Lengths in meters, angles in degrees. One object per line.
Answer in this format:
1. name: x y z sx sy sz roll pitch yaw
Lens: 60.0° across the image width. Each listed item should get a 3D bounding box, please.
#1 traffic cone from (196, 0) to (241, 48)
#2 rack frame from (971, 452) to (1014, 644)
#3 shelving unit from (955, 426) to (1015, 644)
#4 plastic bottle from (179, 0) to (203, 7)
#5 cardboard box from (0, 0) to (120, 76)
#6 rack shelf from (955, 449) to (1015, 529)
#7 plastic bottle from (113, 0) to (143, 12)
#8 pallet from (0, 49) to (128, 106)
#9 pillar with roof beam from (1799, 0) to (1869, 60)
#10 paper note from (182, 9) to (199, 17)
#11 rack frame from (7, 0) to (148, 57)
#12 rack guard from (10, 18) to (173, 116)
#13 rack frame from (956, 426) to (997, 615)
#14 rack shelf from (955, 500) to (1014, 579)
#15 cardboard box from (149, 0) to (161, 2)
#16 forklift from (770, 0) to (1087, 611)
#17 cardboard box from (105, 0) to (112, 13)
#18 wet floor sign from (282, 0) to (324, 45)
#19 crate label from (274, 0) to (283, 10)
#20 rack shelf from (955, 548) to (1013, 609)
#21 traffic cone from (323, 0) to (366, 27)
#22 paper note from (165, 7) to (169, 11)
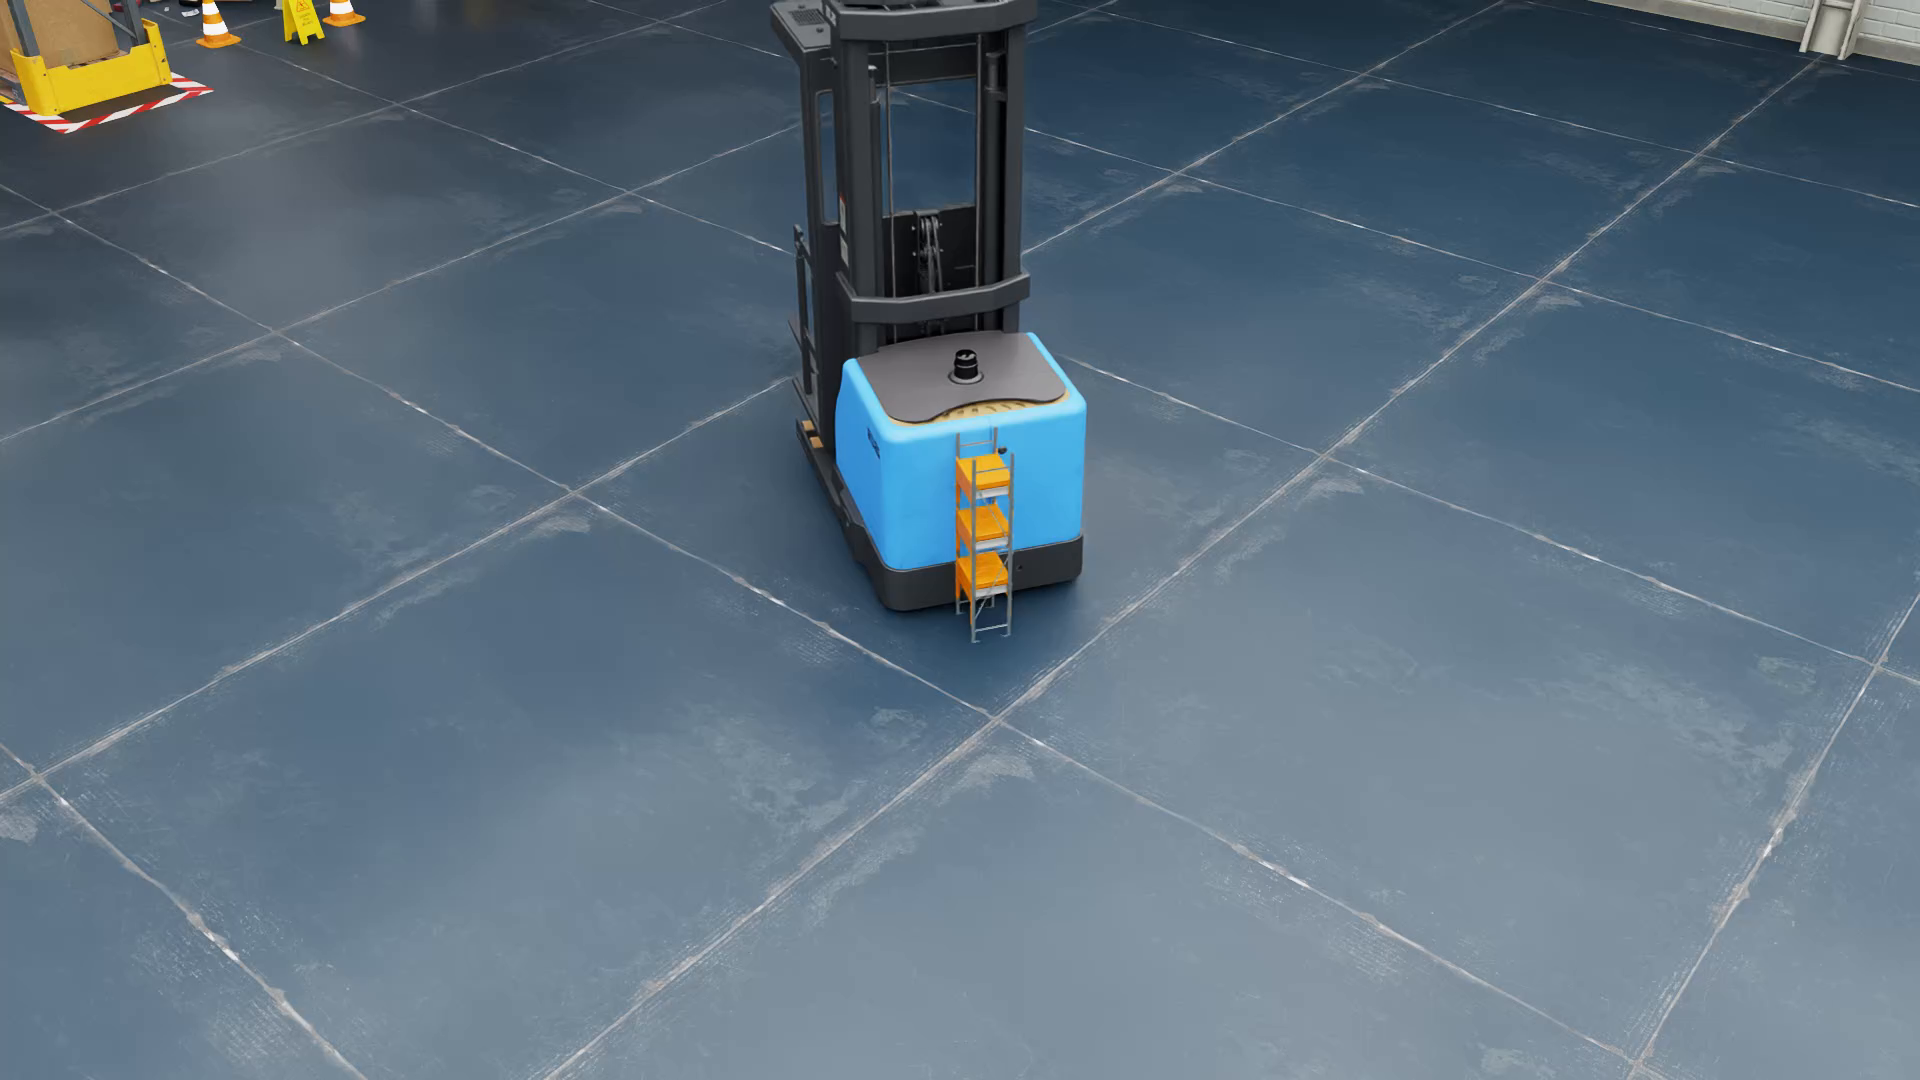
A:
1. traffic cone: -6.985 -4.888 15.540 0.334 0.463 0.336 25 42 32
2. rack frame: 0.151 0.053 7.827 0.200 1.050 0.008 -10 36 -14
3. shelving unit: 0.114 -0.012 7.923 0.215 1.050 0.252 -10 36 -14
4. plastic bottle: -7.704 -5.386 16.621 0.283 0.061 0.133 12 36 16
5. cardboard box: -8.049 -4.637 14.441 0.875 0.875 0.875 26 42 32
6. rack shelf: 0.114 -0.238 7.768 0.215 0.259 0.240 -10 36 -14
7. plastic bottle: -8.266 -5.328 16.536 0.133 0.061 0.283 12 36 16
8. pallet: -8.150 -4.229 14.804 1.213 0.211 1.003 25 42 32
9. pillar with roof beam: 5.286 -6.372 10.162 0.400 9.000 9.100 25 42 32
10. paper note: -7.573 -5.190 16.364 0.144 0.017 0.142 -18 38 -25
11. rack frame: -7.486 -5.123 13.643 0.127 3.000 1.000 25 42 32
12. rack guard: -7.467 -4.084 14.337 0.348 0.500 1.175 25 42 32
13. rack frame: 0.077 -0.078 8.019 0.200 1.050 0.008 -10 36 -14
14. rack shelf: 0.114 -0.004 7.929 0.215 0.259 0.240 -10 36 -14
15. cardboard box: -8.061 -5.624 16.786 0.396 0.266 0.258 -26 42 -32
16. forklift: -0.308 -1.691 8.705 1.130 2.935 3.031 -10 36 -14
17. cardboard box: -8.710 -5.427 16.291 0.500 0.500 0.500 -26 42 -32
18. wet floor sign: -6.197 -5.004 15.548 0.232 0.644 0.267 18 38 24
19. crate label: -6.645 -5.380 16.545 0.298 0.136 0.250 6 35 8
20. rack shelf: 0.114 0.225 8.086 0.215 0.259 0.240 -10 36 -14
21. traffic cone: -6.001 -5.256 16.077 0.334 0.463 0.336 25 42 32
22. paper note: -7.864 -5.262 16.486 0.032 0.001 0.123 -12 36 -17
